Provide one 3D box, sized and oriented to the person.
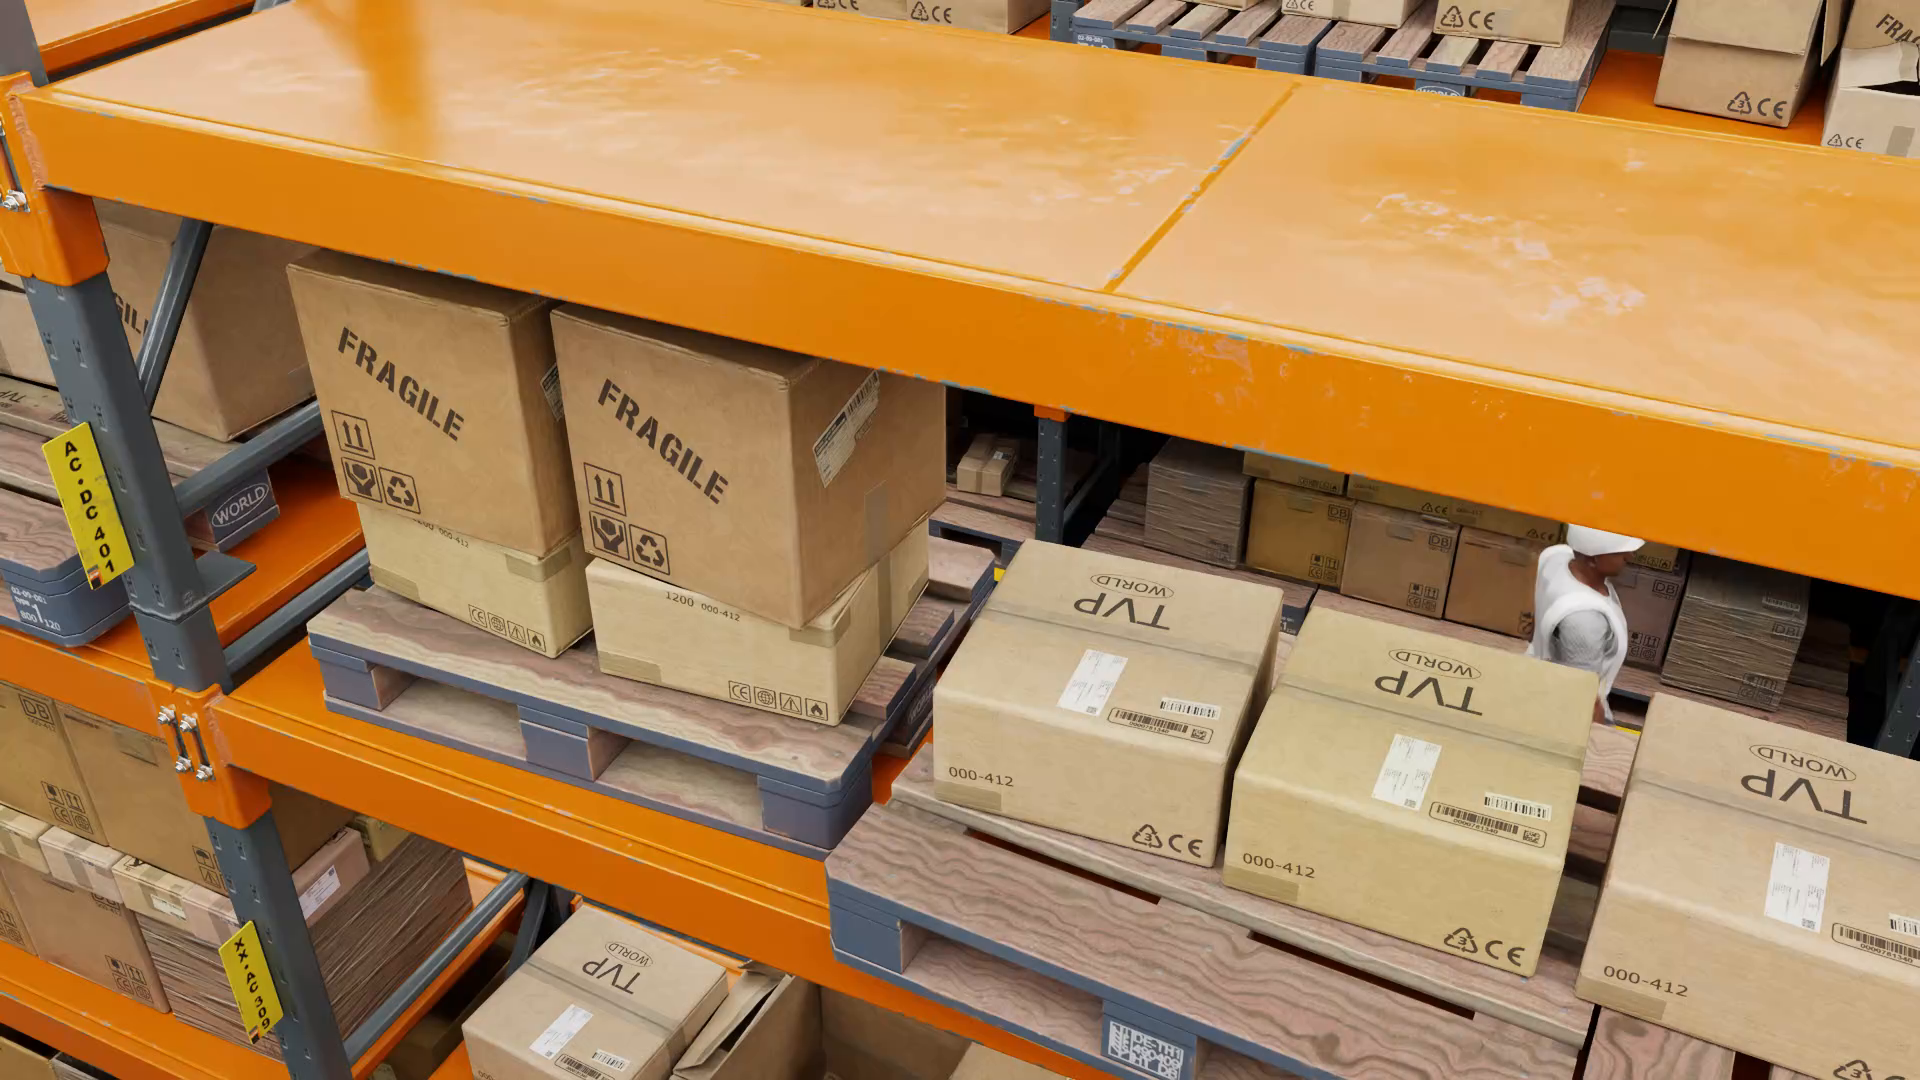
[{"bbox_3d":[2.394,0.648,6.490,0.573,1.826,0.622,7,34,11],"label":"person"}]
